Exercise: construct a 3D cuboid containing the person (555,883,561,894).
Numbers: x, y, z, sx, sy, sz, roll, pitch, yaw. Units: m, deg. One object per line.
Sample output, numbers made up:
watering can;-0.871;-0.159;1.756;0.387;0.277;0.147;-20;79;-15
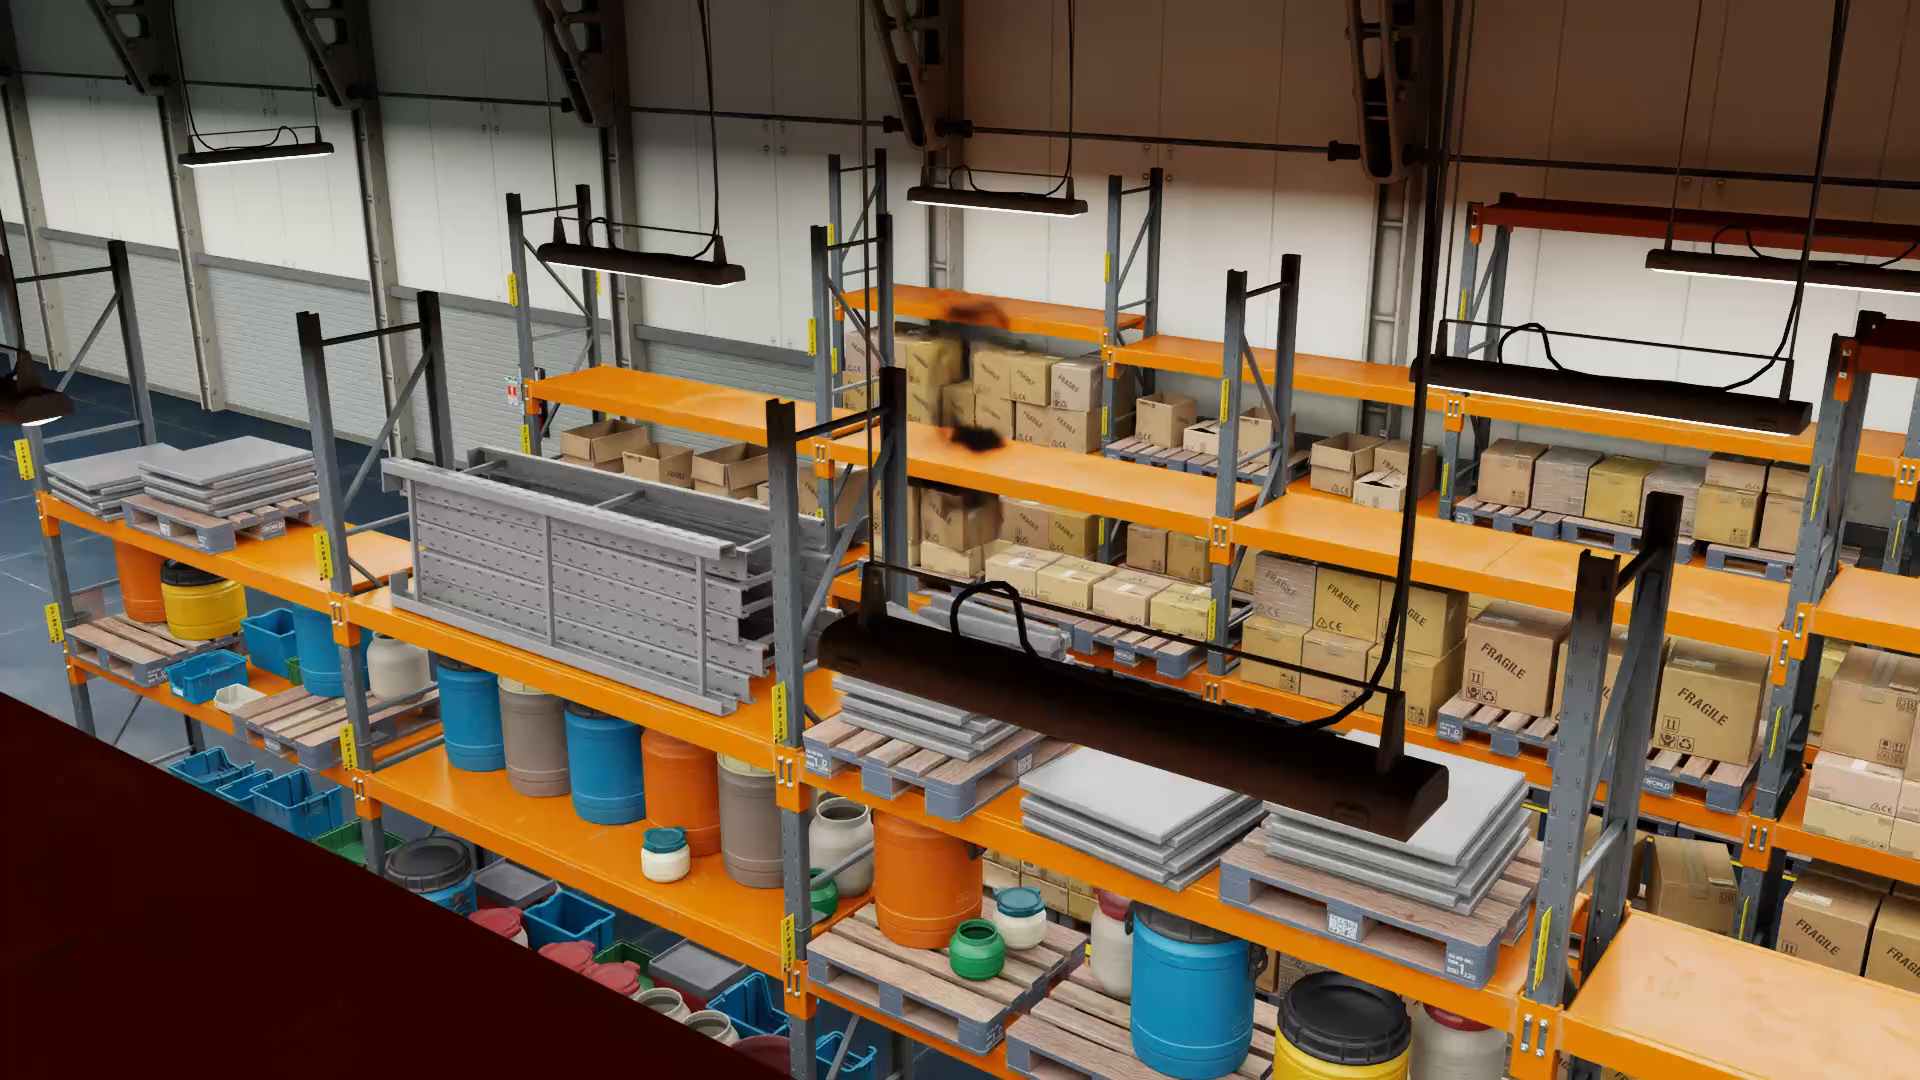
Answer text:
person;-3.991;2.492;14.948;0.872;1.693;0.644;5;19;15
